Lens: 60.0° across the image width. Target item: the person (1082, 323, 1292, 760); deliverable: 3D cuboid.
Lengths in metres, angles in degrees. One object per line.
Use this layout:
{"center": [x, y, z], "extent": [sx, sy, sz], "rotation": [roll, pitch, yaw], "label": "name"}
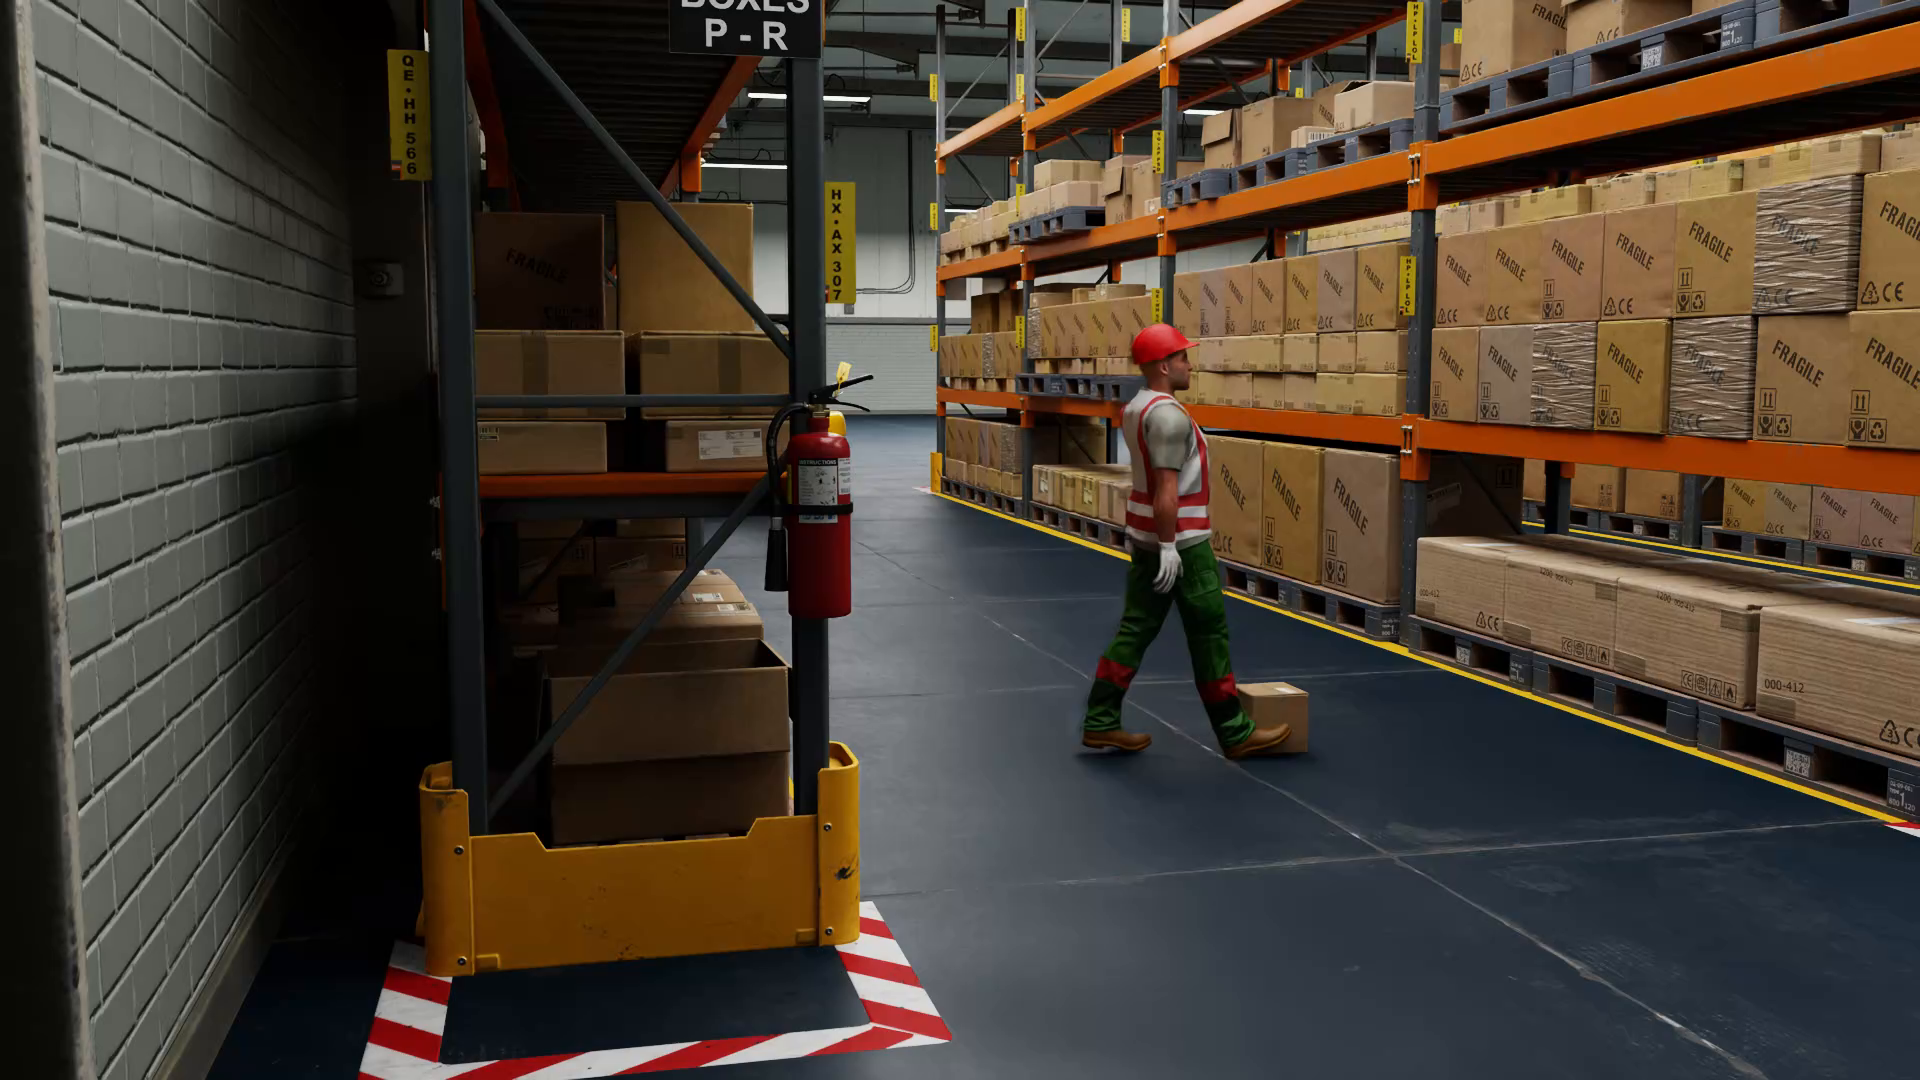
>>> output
{"center": [0.924, 0.009, 6.822], "extent": [0.827, 1.779, 0.531], "rotation": [-2, 6, -14], "label": "person"}
